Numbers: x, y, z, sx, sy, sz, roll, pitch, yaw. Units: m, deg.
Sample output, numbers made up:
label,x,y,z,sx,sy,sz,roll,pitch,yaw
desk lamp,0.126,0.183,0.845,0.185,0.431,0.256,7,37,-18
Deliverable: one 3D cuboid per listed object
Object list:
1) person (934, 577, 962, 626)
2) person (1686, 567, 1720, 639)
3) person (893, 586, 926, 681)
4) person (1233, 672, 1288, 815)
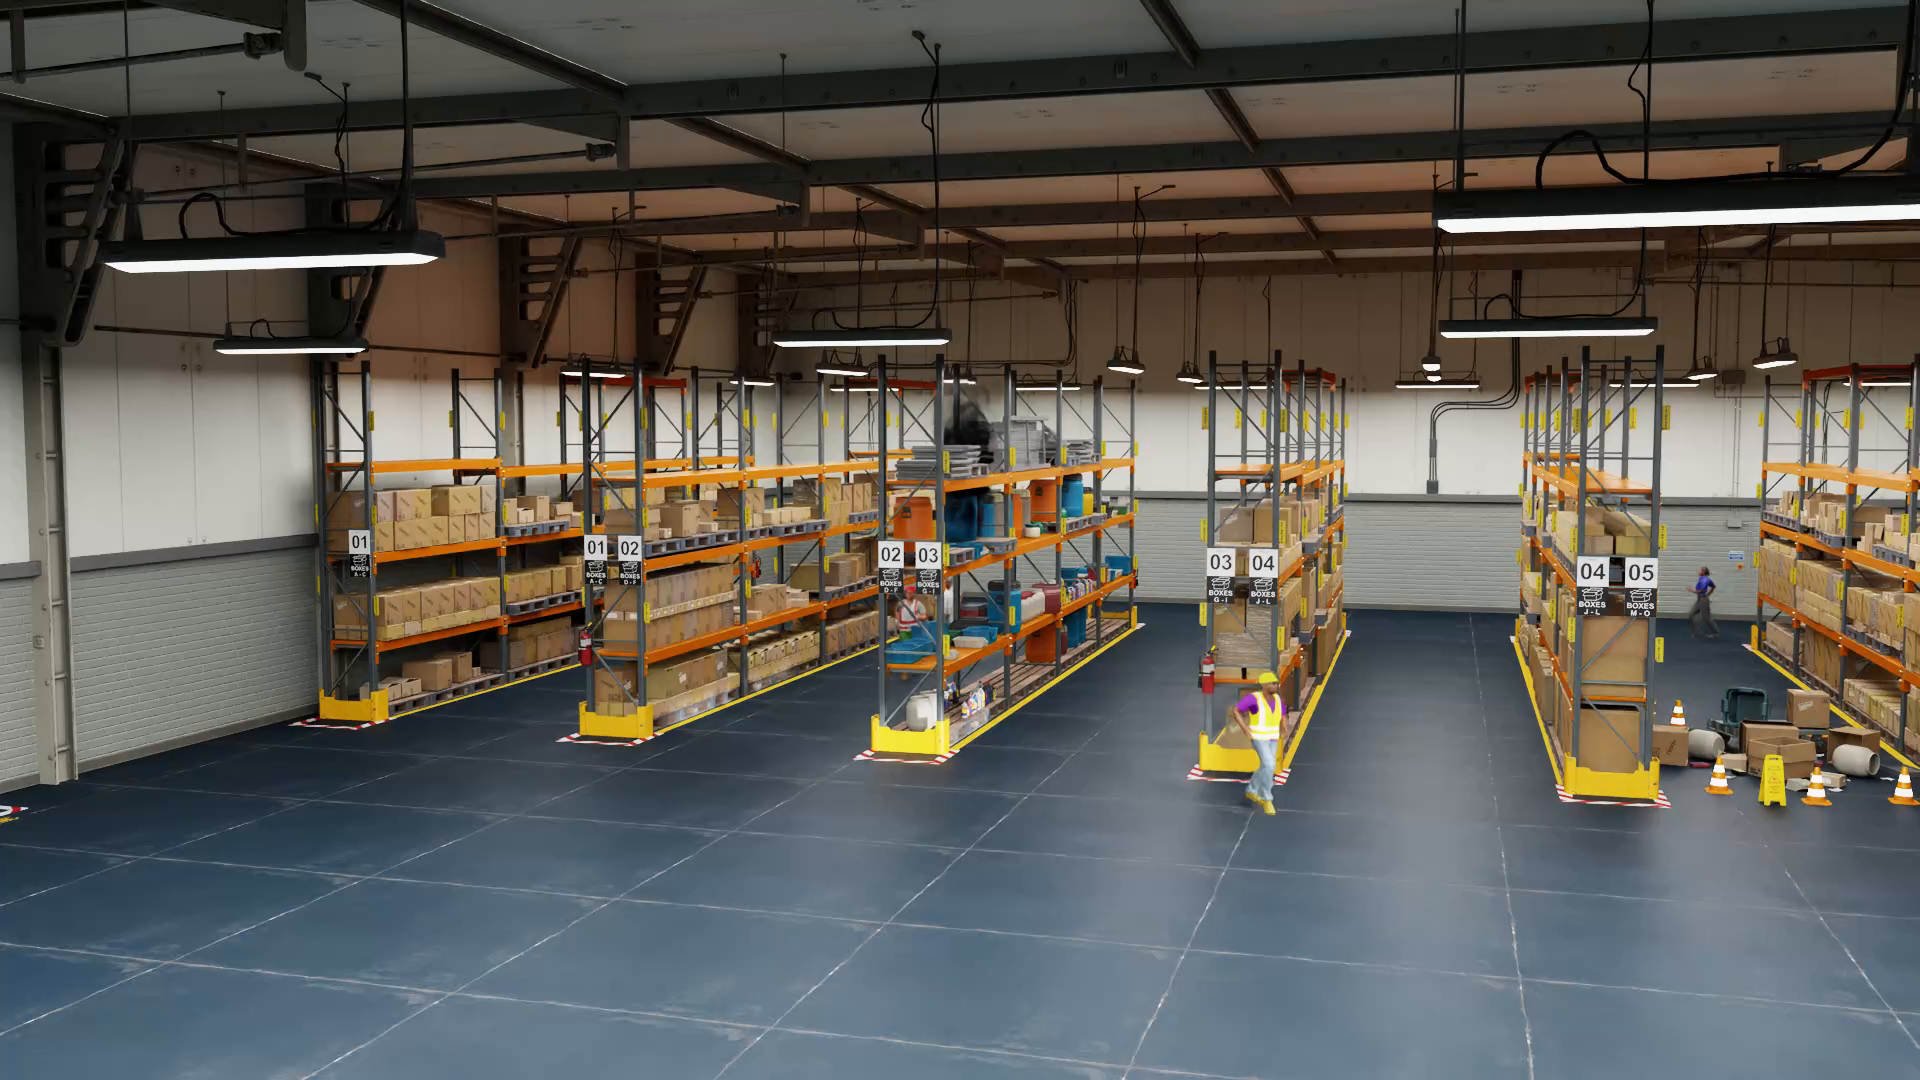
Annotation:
label,x,y,z,sx,sy,sz,roll,pitch,yaw
person,-0.261,1.607,35.949,0.608,1.663,0.897,0,4,3
person,16.987,1.512,38.020,0.735,1.611,0.530,2,4,21
person,-0.976,1.775,32.210,0.658,1.786,0.979,0,4,6
person,3.937,2.604,21.479,0.705,1.806,0.732,-2,5,-31
